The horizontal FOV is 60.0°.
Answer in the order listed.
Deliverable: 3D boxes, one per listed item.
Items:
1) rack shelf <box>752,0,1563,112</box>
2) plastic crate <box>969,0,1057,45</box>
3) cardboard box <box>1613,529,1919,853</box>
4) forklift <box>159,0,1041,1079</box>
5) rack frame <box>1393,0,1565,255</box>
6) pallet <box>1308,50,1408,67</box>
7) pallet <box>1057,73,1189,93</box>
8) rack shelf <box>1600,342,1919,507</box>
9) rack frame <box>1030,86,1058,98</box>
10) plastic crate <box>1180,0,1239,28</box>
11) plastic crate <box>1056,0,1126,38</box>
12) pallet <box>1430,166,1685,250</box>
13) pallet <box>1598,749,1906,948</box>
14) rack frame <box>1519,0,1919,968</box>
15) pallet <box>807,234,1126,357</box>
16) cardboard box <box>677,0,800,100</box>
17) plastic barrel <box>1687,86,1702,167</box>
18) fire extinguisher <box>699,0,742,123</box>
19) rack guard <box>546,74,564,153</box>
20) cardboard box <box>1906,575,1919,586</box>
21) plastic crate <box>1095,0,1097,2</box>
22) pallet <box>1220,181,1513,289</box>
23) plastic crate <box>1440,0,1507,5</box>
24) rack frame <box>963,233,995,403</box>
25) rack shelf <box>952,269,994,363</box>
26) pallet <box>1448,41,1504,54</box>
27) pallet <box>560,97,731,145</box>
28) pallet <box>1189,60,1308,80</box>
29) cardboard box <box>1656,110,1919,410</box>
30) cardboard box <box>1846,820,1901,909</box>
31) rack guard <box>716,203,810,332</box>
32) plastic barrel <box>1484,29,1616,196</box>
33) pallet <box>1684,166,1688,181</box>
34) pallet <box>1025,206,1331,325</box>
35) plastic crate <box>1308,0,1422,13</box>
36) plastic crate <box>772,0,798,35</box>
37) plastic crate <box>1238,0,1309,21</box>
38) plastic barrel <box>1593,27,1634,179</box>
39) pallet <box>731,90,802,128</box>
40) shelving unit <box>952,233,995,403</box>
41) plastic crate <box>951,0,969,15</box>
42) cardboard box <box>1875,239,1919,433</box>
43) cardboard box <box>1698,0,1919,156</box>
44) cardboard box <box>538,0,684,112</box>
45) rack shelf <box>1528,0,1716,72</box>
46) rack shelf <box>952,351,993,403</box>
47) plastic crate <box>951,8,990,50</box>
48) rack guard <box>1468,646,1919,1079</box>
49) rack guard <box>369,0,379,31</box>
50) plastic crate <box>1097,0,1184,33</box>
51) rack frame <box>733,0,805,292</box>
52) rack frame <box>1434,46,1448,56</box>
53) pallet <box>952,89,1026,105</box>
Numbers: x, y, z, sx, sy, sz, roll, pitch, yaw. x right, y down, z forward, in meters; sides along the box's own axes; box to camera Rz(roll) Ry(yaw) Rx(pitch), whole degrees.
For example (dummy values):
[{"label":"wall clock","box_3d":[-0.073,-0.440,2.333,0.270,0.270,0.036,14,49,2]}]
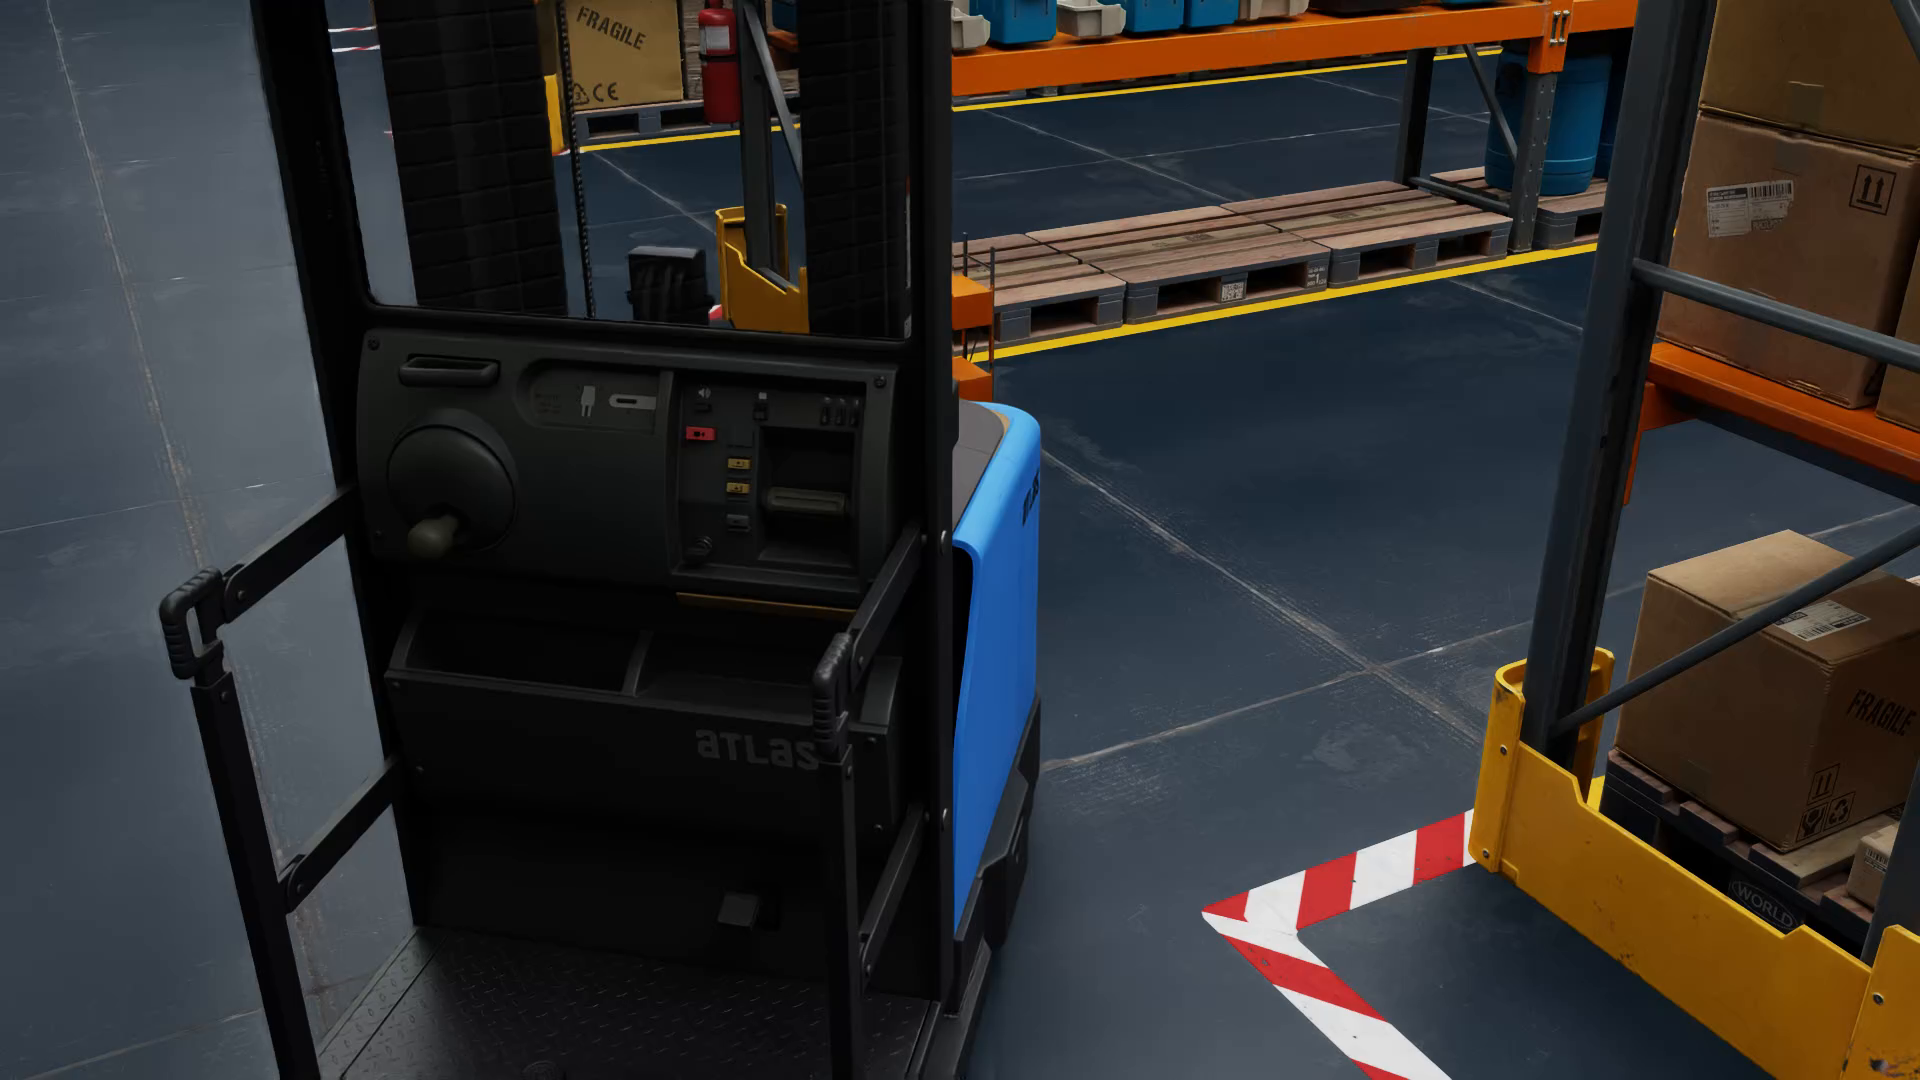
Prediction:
[{"label":"rack shelf","box_3d":[1.037,-2.358,8.027,4.000,0.370,1.077,-13,29,-25]},{"label":"plastic crate","box_3d":[0.226,-2.285,7.168,0.300,0.233,0.416,-13,29,-25]},{"label":"cardboard box","box_3d":[1.964,0.341,3.954,0.500,0.500,0.500,-13,29,-25]},{"label":"forklift","box_3d":[-0.605,-0.095,2.561,1.130,2.935,3.031,5,26,11]},{"label":"rack frame","box_3d":[2.802,-3.090,8.720,0.127,3.000,1.000,-13,29,-25]},{"label":"pallet","box_3d":[3.270,-4.407,14.686,1.213,0.211,1.003,-13,29,-25]},{"label":"pallet","box_3d":[1.117,-3.910,13.650,1.213,0.211,1.003,-13,29,-25]},{"label":"rack shelf","box_3d":[3.365,-0.466,4.086,4.000,0.370,1.077,-13,29,-25]},{"label":"rack frame","box_3d":[0.471,-4.981,12.660,0.127,3.000,1.000,-13,29,-25]},{"label":"plastic crate","box_3d":[1.072,-2.481,7.575,0.300,0.233,0.416,-13,29,-25]},{"label":"plastic crate","box_3d":[0.566,-2.280,7.268,0.298,0.136,0.250,-13,29,-25]},{"label":"pallet","box_3d":[3.502,-1.974,9.618,1.213,0.211,1.003,-13,29,-25]},{"label":"pallet","box_3d":[2.370,0.696,4.056,1.213,0.211,1.003,-13,29,-25]},{"label":"rack frame","box_3d":[1.600,-0.383,3.081,0.127,3.000,1.000,-13,29,-25]},{"label":"pallet","box_3d":[0.018,-1.171,7.946,1.213,0.211,1.003,-13,29,-25]},{"label":"cardboard box","box_3d":[-1.728,-3.744,12.053,0.875,0.875,0.875,-13,29,-25]},{"label":"plastic barrel","box_3d":[4.455,-2.487,9.854,0.421,0.512,0.421,0,26,0]},{"label":"fire extinguisher","box_3d":[-1.074,-2.215,7.418,0.183,0.674,0.296,-13,29,-25]},{"label":"rack guard","box_3d":[-3.079,-3.035,11.494,0.348,0.500,1.175,-13,29,-25]},{"label":"cardboard box","box_3d":[2.816,0.272,4.387,0.500,0.250,0.500,-13,29,-25]},{"label":"plastic crate","box_3d":[0.656,-2.606,7.946,0.250,0.136,0.298,-13,29,-25]},{"label":"pallet","box_3d":[2.171,-1.668,8.981,1.213,0.211,1.003,-13,29,-25]},{"label":"plastic crate","box_3d":[2.551,-2.884,8.241,0.575,0.384,0.392,-13,29,-25]},{"label":"rack frame","box_3d":[0.060,-0.487,5.552,0.008,1.050,0.200,-13,29,-25]},{"label":"rack shelf","box_3d":[-0.047,-0.709,5.382,0.240,0.259,0.215,-13,29,-25]},{"label":"pallet","box_3d":[4.691,-4.698,15.290,1.213,0.211,1.003,-13,29,-25]},{"label":"pallet","box_3d":[-2.389,-3.102,11.968,1.213,0.211,1.003,-13,29,-25]},{"label":"pallet","box_3d":[2.195,-4.160,14.172,1.213,0.211,1.003,-13,29,-25]},{"label":"cardboard box","box_3d":[1.867,-0.623,3.466,0.500,0.500,0.500,-12,28,-24]},{"label":"cardboard box","box_3d":[2.131,0.750,3.507,0.250,0.149,0.380,-13,29,-25]},{"label":"rack guard","box_3d":[-0.743,-1.138,7.544,0.348,0.500,1.175,-13,29,-25]},{"label":"plastic barrel","box_3d":[3.290,-2.438,9.300,0.708,0.901,0.600,-13,29,-25]},{"label":"pallet","box_3d":[4.580,-2.224,10.139,1.213,0.211,1.003,-13,29,-25]},{"label":"pallet","box_3d":[1.094,-1.418,8.460,1.213,0.211,1.003,-13,29,-25]},{"label":"plastic crate","box_3d":[1.941,-2.662,8.078,0.590,0.125,0.437,-13,29,-25]},{"label":"plastic crate","box_3d":[-0.520,-2.458,7.293,0.499,0.435,0.616,-13,29,-25]},{"label":"plastic crate","box_3d":[1.407,-2.529,7.786,0.466,0.136,0.293,-13,29,-25]},{"label":"plastic barrel","box_3d":[3.915,-2.582,9.601,0.708,0.901,0.600,-13,29,-25]},{"label":"pallet","box_3d":[-1.314,-3.349,12.482,1.213,0.211,1.003,-13,29,-25]},{"label":"shelving unit","box_3d":[-0.047,-0.462,5.500,0.252,1.050,0.215,-13,29,-25]},{"label":"plastic crate","box_3d":[-0.093,-2.419,7.557,0.243,0.136,0.396,-13,29,-25]},{"label":"cardboard box","box_3d":[2.116,-0.417,3.038,0.500,0.500,0.500,-12,28,-24]},{"label":"cardboard box","box_3d":[1.863,-1.074,3.251,0.500,0.500,0.500,-13,29,-26]},{"label":"cardboard box","box_3d":[-2.531,-3.559,11.667,0.875,0.875,0.875,-13,29,-25]},{"label":"rack shelf","box_3d":[4.567,-3.173,9.724,4.000,0.370,1.077,-13,29,-25]},{"label":"rack shelf","box_3d":[-0.047,-0.453,5.505,0.240,0.259,0.215,-13,29,-25]},{"label":"plastic crate","box_3d":[-0.033,-2.142,6.980,0.298,0.136,0.250,-13,29,-25]},{"label":"rack guard","box_3d":[1.667,0.729,3.655,0.348,0.500,1.175,-13,29,-25]},{"label":"rack guard","box_3d":[-5.236,-4.970,15.524,0.348,0.500,1.175,-13,29,-25]},{"label":"plastic crate","box_3d":[0.807,-2.419,7.448,0.300,0.233,0.416,-13,29,-25]},{"label":"rack frame","box_3d":[-0.727,-2.275,7.023,0.127,3.000,1.000,-13,29,-25]},{"label":"rack frame","box_3d":[4.001,-5.796,14.356,0.127,3.000,1.000,-13,29,-25]},{"label":"pallet","box_3d":[-0.236,-3.599,13.003,1.213,0.211,1.003,-13,29,-25]}]
